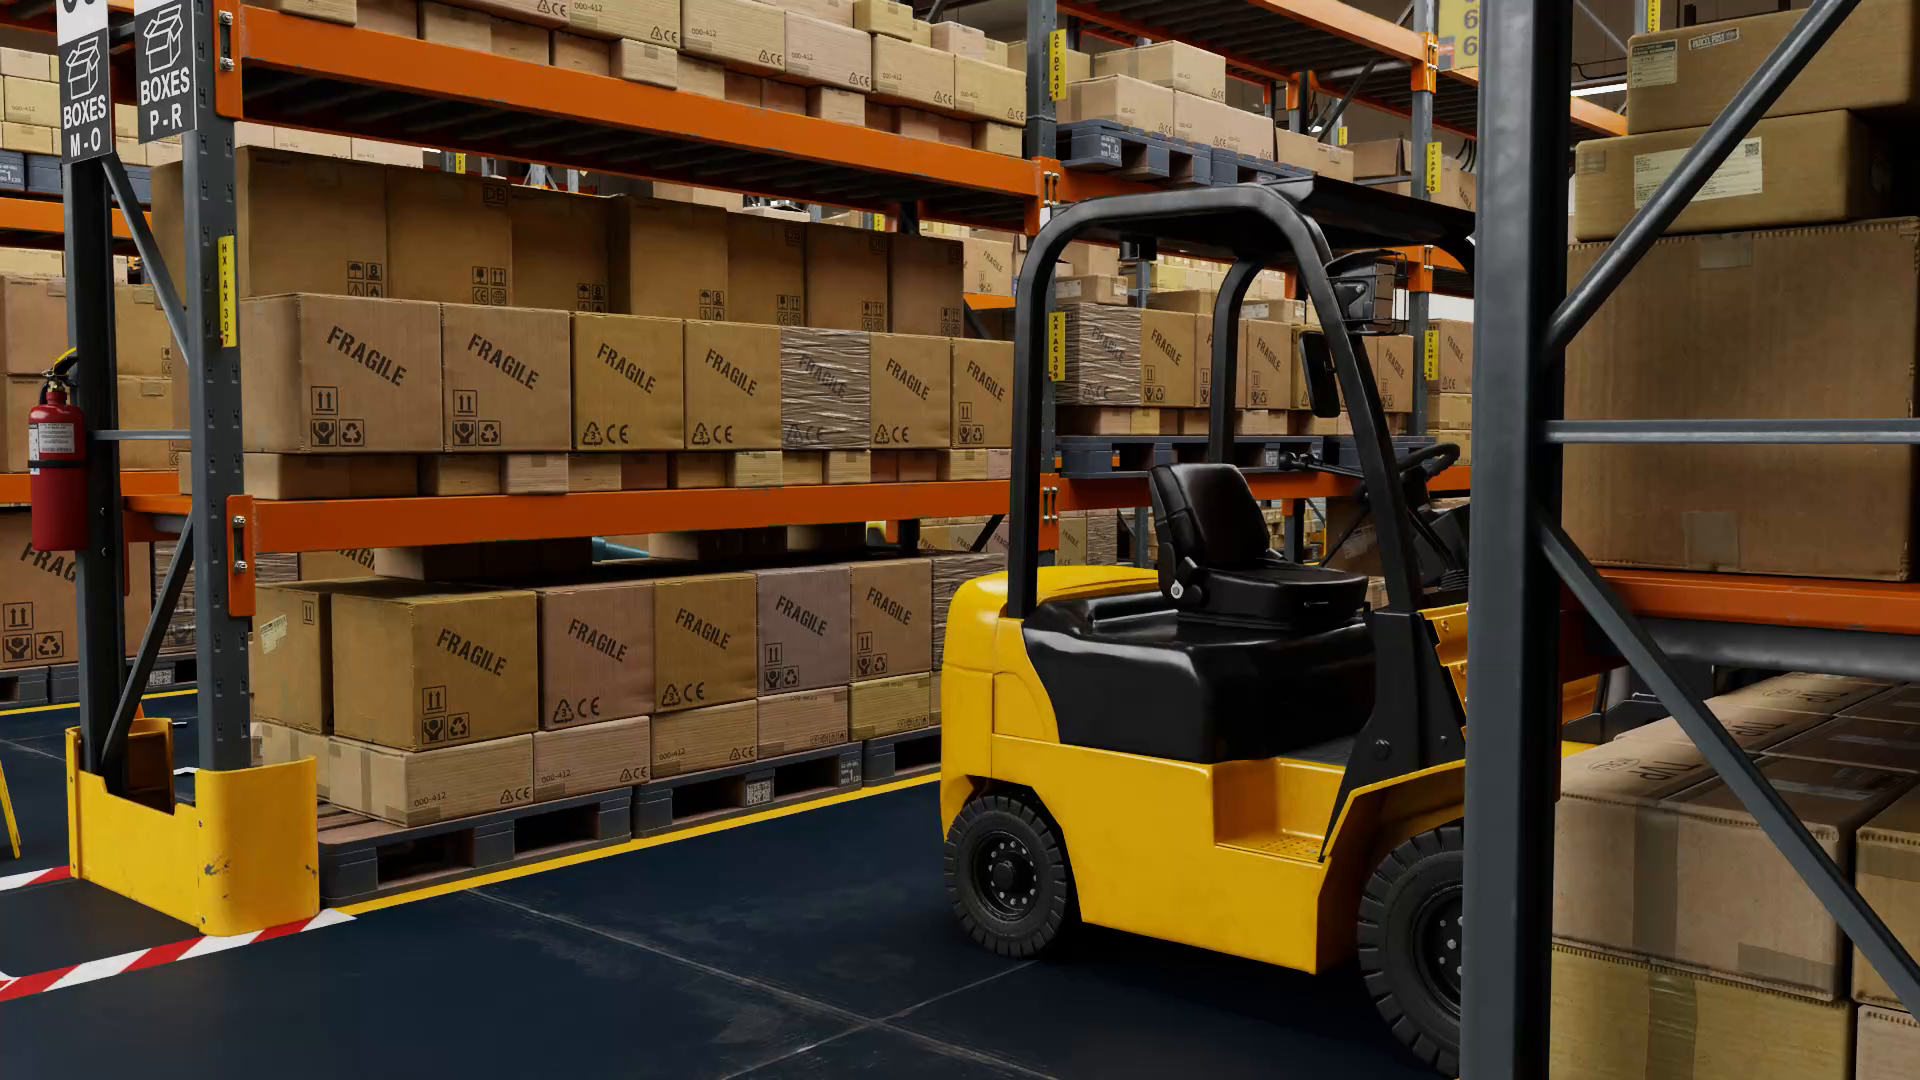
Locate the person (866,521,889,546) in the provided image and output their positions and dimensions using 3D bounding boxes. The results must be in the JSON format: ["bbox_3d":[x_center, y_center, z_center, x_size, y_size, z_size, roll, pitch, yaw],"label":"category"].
[{"bbox_3d":[-0.748,-0.069,11.316,0.592,1.746,0.501,3,5,40],"label":"person"}]
